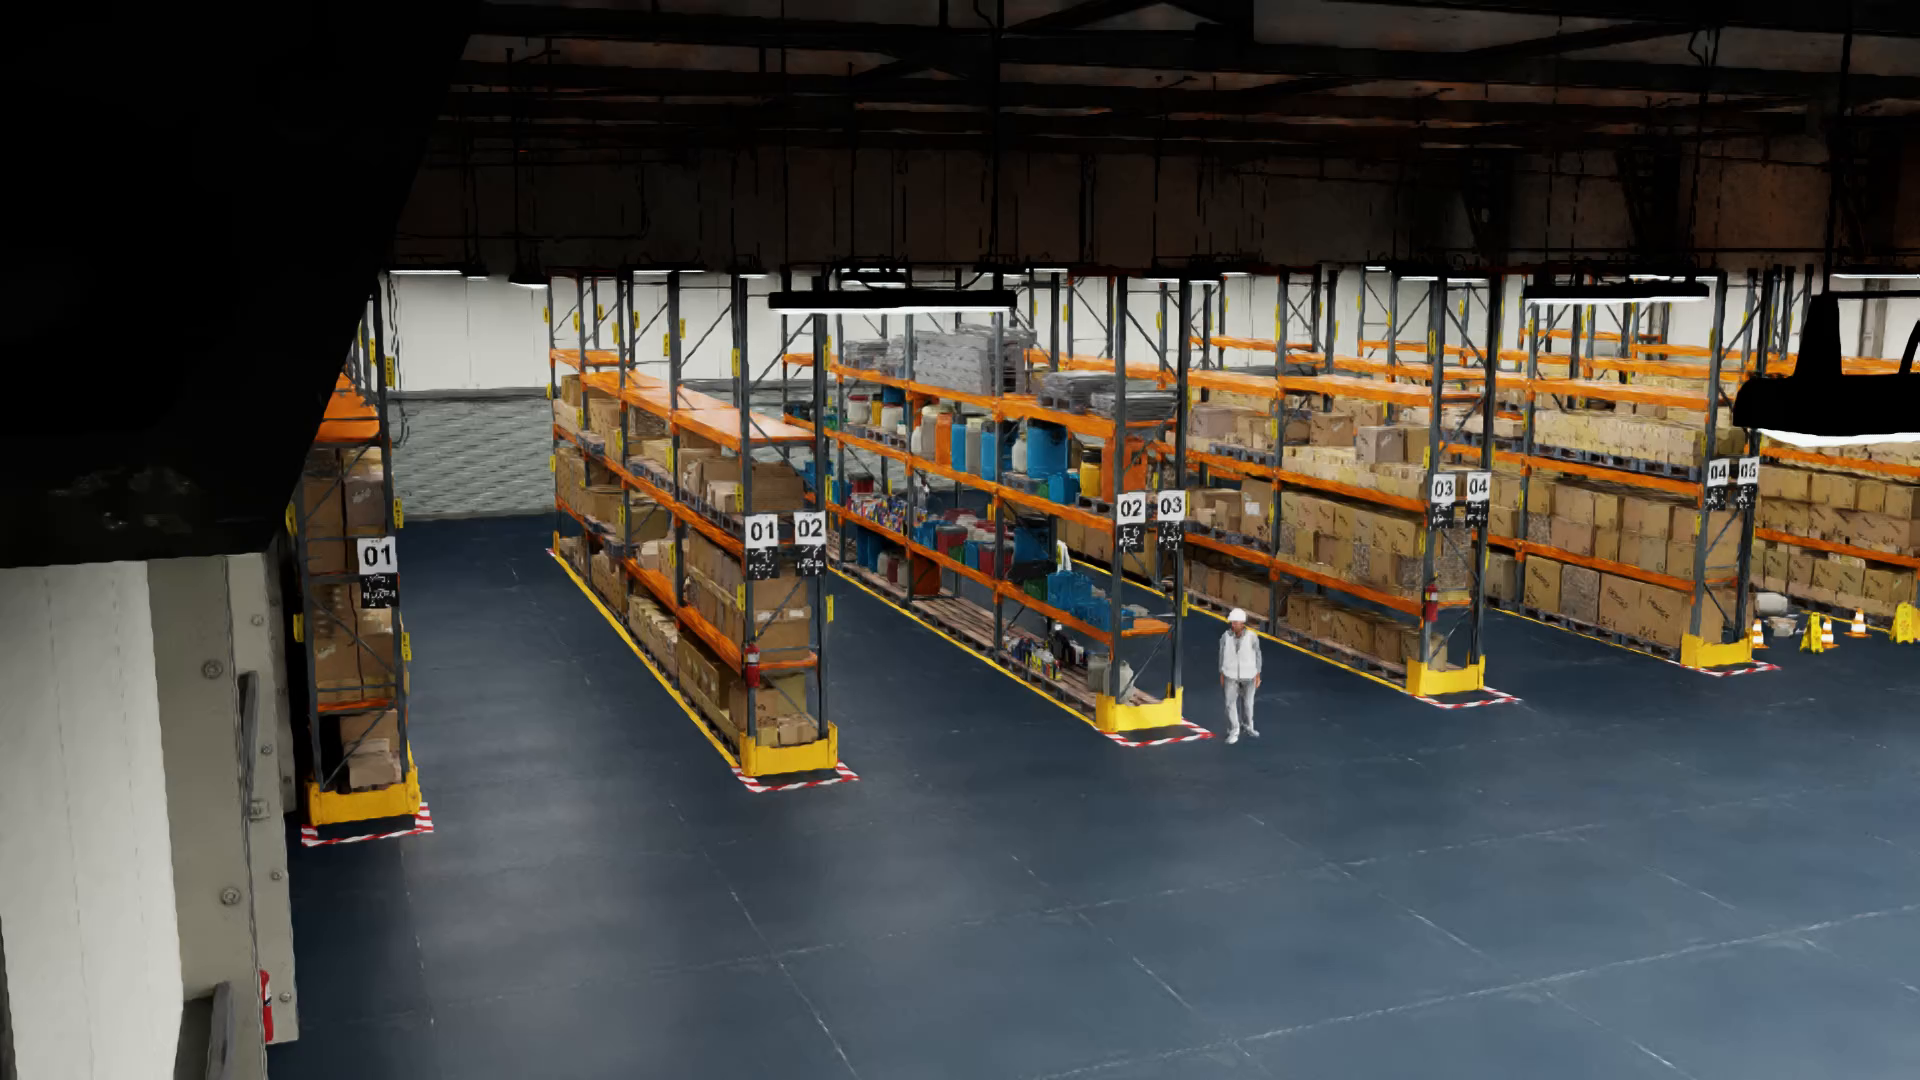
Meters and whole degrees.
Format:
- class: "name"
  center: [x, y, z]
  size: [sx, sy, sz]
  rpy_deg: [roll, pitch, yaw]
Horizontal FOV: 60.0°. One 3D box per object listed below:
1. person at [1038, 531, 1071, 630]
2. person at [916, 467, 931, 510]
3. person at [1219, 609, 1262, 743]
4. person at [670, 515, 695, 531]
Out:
- class: "person"
  center: [1.567, 0.625, 28.065]
  size: [0.603, 1.724, 1.110]
  rpy_deg: [-4, 11, -22]
- class: "person"
  center: [-0.839, -1.245, 38.531]
  size: [0.443, 1.785, 0.641]
  rpy_deg: [0, 10, 0]
- class: "person"
  center: [3.639, 1.740, 21.636]
  size: [0.557, 1.761, 0.570]
  rpy_deg: [3, 10, 14]
- class: "person"
  center: [-6.253, -1.005, 37.522]
  size: [0.557, 1.672, 0.700]
  rpy_deg: [3, 10, 16]
